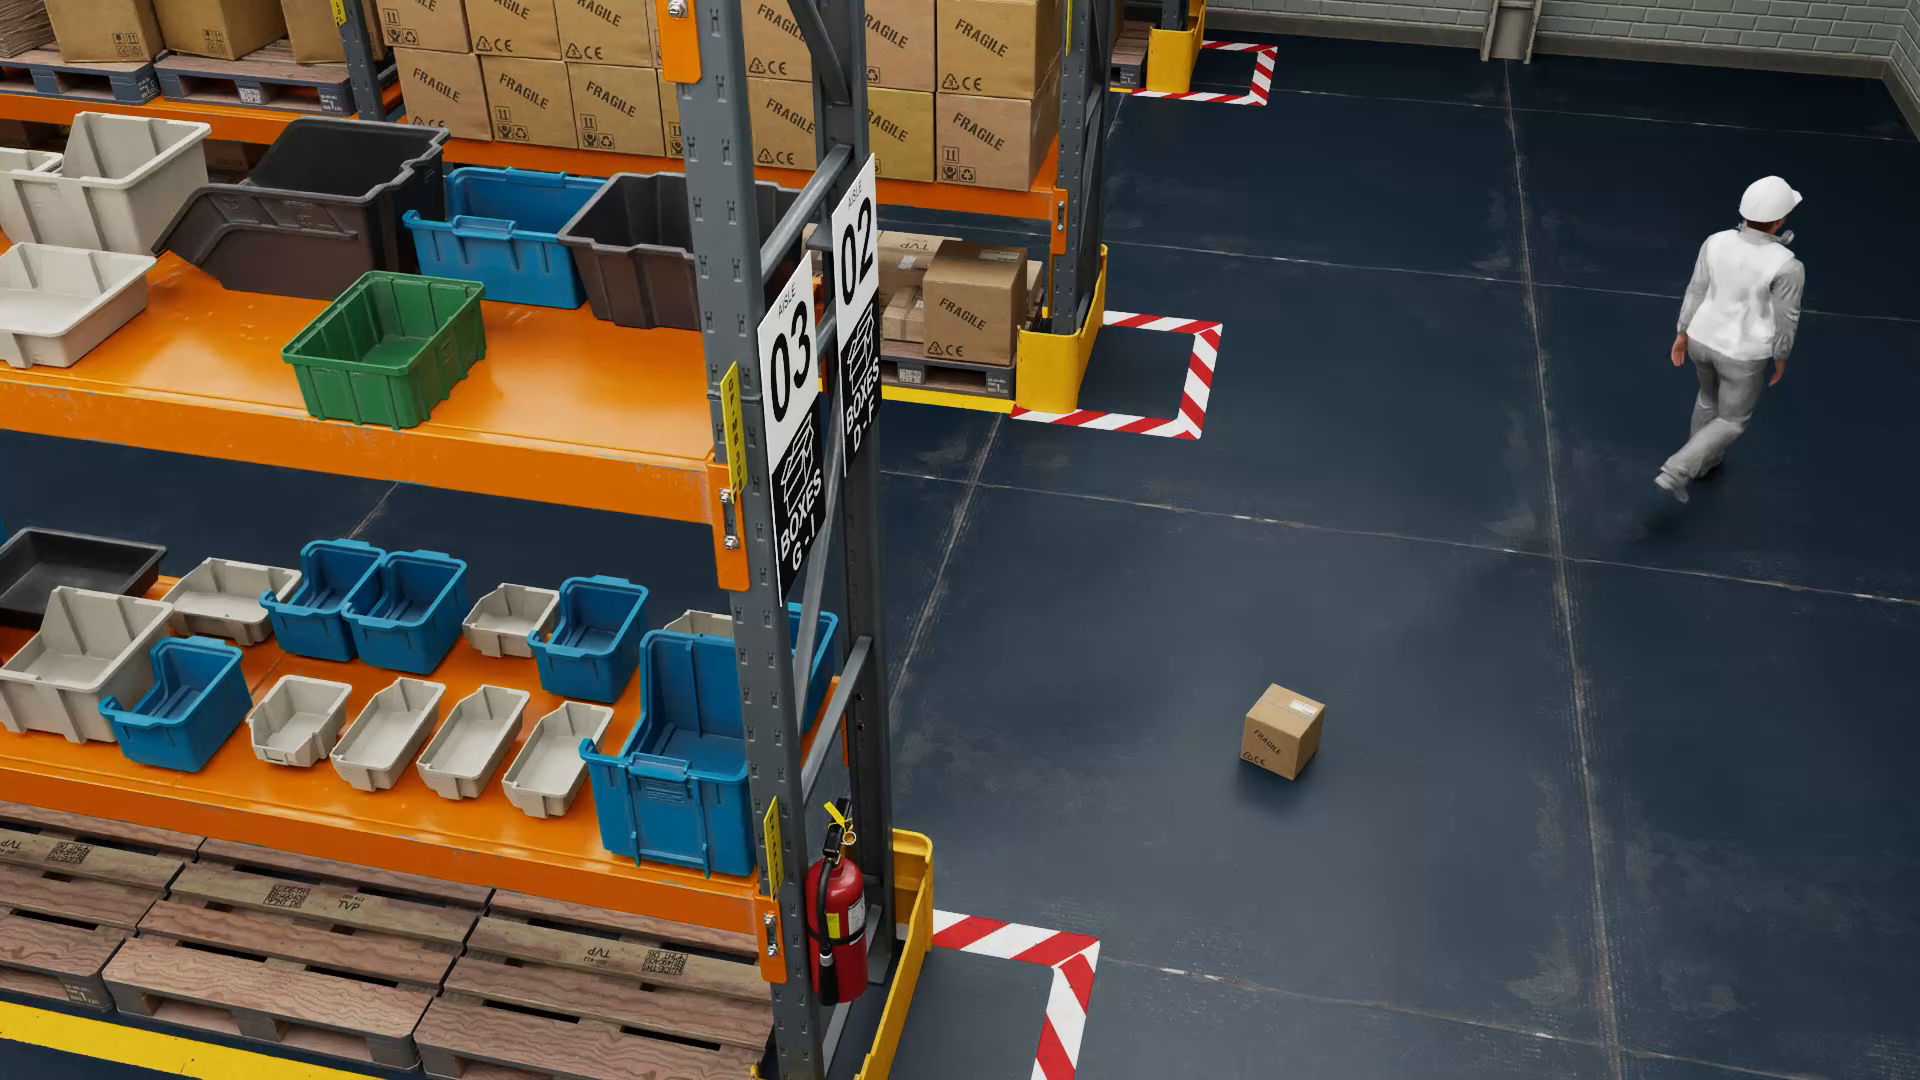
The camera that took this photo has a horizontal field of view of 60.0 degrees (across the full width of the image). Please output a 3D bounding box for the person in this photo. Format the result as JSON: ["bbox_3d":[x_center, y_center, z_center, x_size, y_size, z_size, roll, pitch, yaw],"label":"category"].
[{"bbox_3d":[3.823,-0.972,8.253,0.848,1.747,0.545,-23,42,-28],"label":"person"}]
